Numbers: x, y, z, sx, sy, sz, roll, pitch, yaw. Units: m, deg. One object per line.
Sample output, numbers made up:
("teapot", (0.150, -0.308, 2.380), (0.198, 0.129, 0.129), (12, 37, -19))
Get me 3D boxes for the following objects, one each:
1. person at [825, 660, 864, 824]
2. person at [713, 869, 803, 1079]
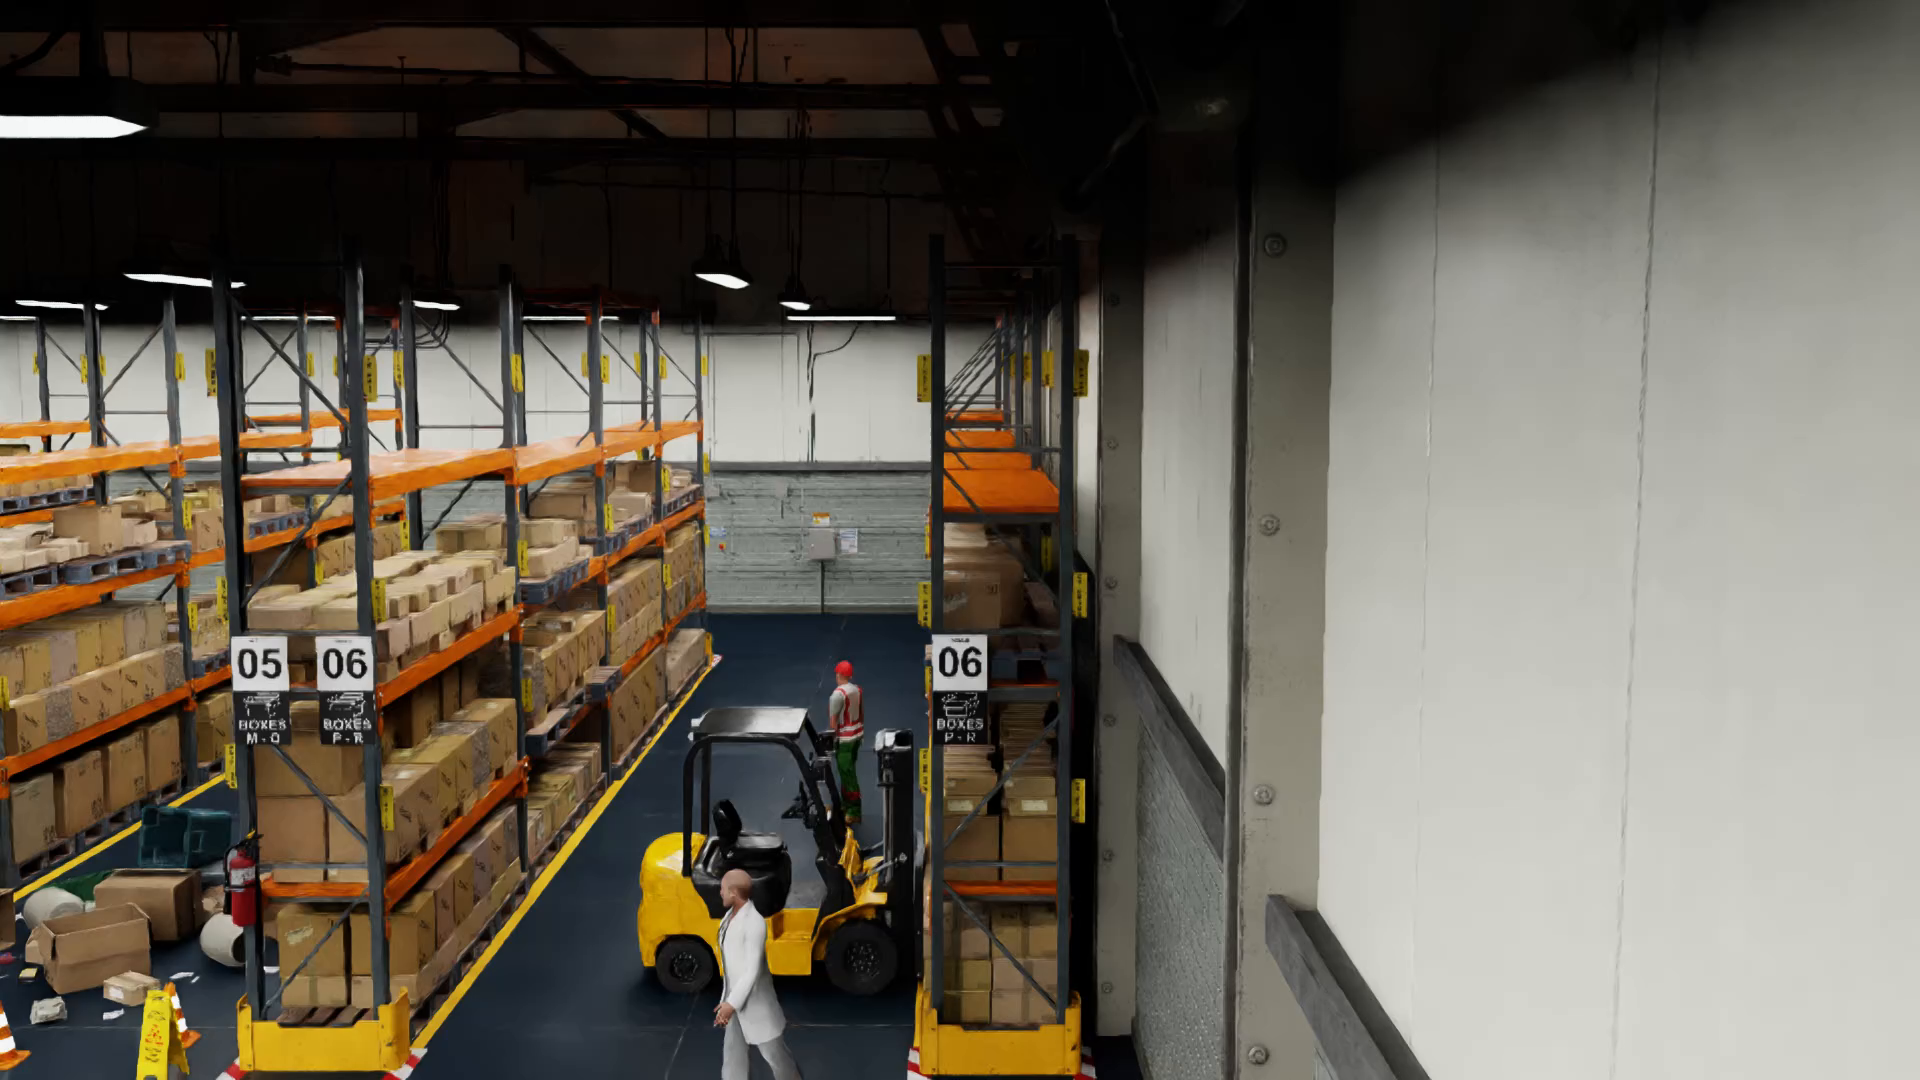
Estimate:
("person", (-1.304, 2.218, 18.571), (0.580, 1.785, 0.663), (3, 7, 23))
("person", (-1.394, 3.066, 11.126), (0.767, 1.771, 0.603), (-4, 7, -30))
